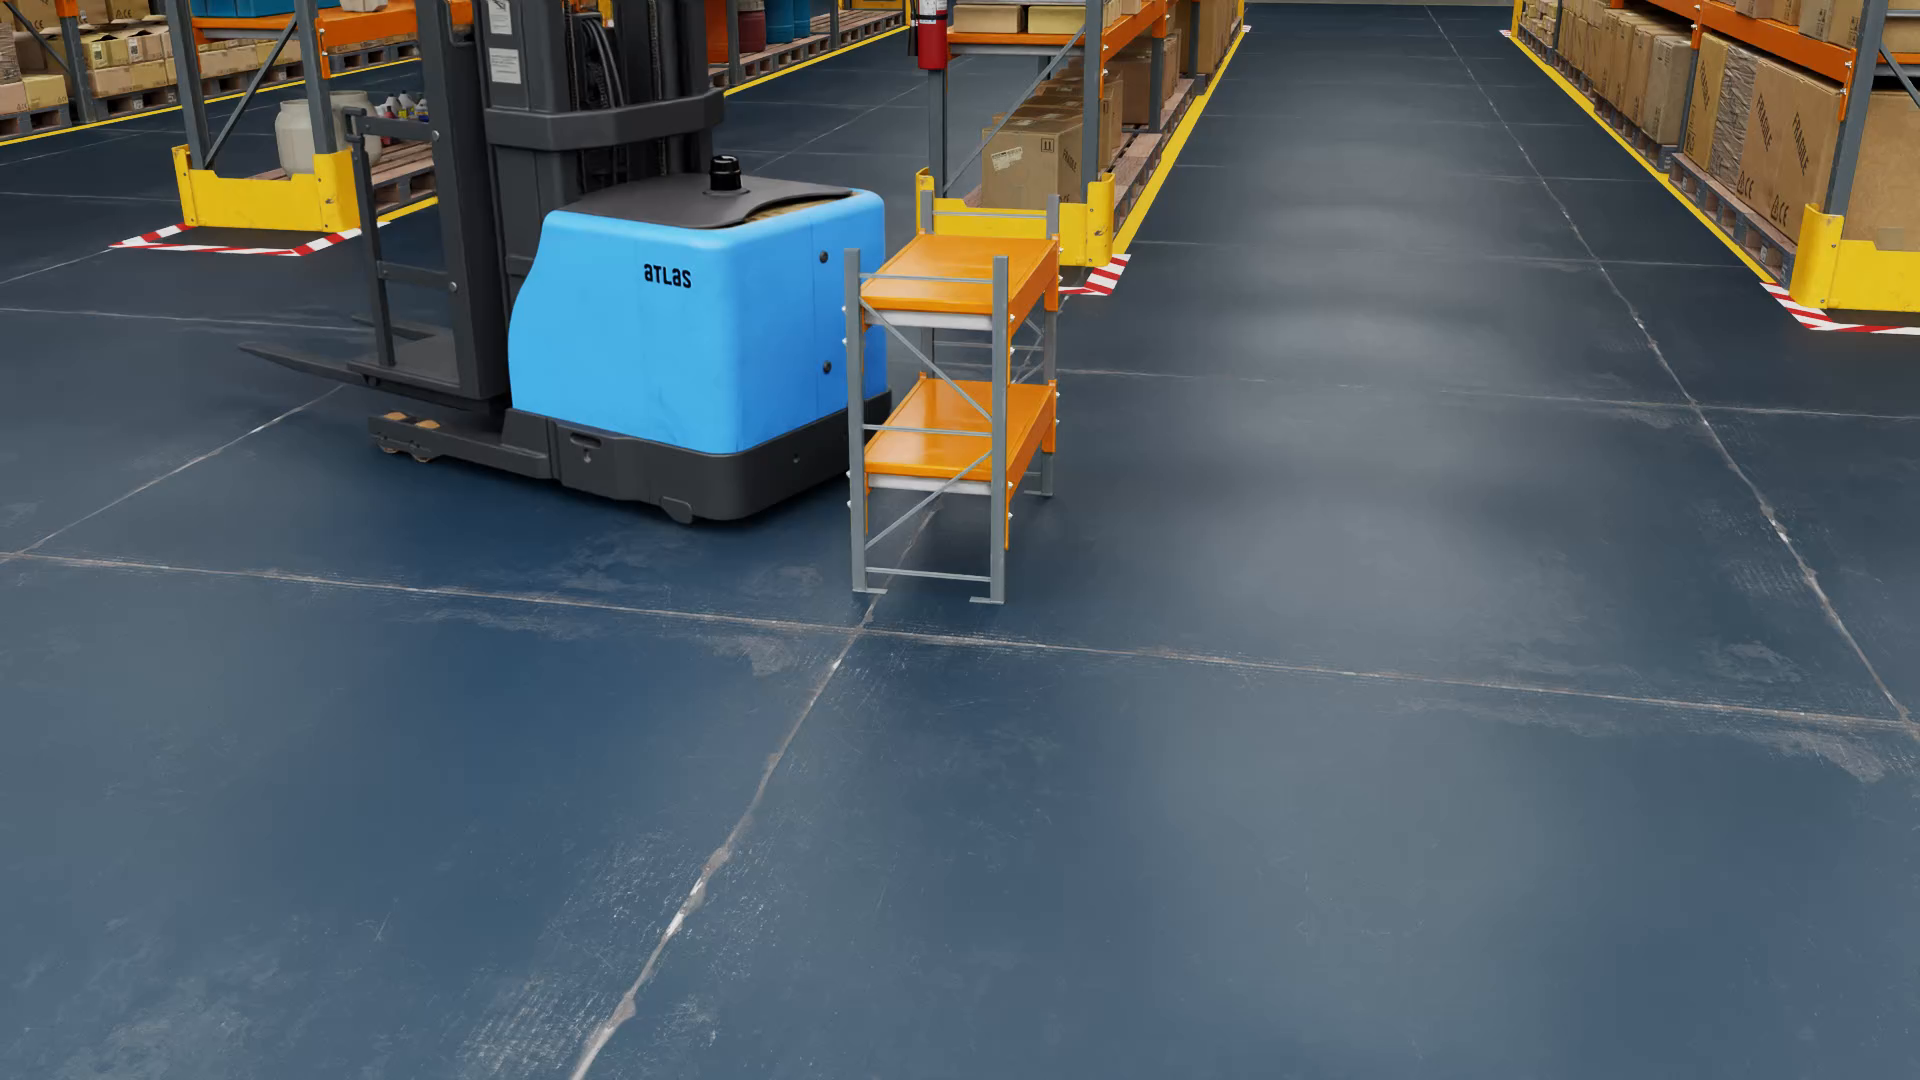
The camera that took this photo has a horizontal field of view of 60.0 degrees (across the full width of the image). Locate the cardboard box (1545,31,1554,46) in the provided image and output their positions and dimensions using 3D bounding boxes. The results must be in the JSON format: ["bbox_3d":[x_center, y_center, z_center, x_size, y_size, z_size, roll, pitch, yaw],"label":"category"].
[{"bbox_3d":[7.346,-6.103,20.245,0.380,0.149,0.250,5,22,12],"label":"cardboard box"}]

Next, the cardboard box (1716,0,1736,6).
[{"bbox_3d":[5.903,-4.069,11.740,0.875,0.550,0.550,4,22,11],"label":"cardboard box"}]

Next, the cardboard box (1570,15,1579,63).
[{"bbox_3d":[6.989,-5.460,18.179,0.500,0.500,0.500,5,22,12],"label":"cardboard box"}]

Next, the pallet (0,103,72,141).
[{"bbox_3d":[-8.769,-3.726,14.821,1.003,0.211,1.213,4,22,11],"label":"pallet"}]

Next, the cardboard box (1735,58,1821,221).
[{"bbox_3d":[5.402,-2.456,10.220,0.875,0.875,0.875,4,22,10],"label":"cardboard box"}]

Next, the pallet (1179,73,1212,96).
[{"bbox_3d":[2.183,-5.002,17.991,1.003,0.211,1.213,4,22,11],"label":"pallet"}]

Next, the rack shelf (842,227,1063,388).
[{"bbox_3d":[0.001,-0.796,5.540,0.538,0.278,1.000,4,22,11],"label":"rack shelf"}]

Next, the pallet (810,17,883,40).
[{"bbox_3d":[-1.726,-7.279,23.646,1.003,0.211,1.213,4,22,11],"label":"pallet"}]

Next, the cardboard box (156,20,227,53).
[{"bbox_3d":[-7.925,-5.181,17.070,0.500,0.311,0.500,5,22,12],"label":"cardboard box"}]

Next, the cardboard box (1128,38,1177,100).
[{"bbox_3d":[1.621,-4.399,15.519,0.700,0.500,0.500,6,23,15],"label":"cardboard box"}]

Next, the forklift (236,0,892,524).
[{"bbox_3d":[-1.782,-1.818,6.445,3.031,2.935,1.130,14,26,30],"label":"forklift"}]

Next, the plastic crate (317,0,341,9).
[{"bbox_3d":[-4.586,-3.839,11.569,0.499,0.251,0.408,4,22,11],"label":"plastic crate"}]

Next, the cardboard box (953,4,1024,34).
[{"bbox_3d":[0.172,-3.091,9.849,0.380,0.149,0.250,4,22,11],"label":"cardboard box"}]

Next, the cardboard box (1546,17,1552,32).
[{"bbox_3d":[7.395,-6.311,20.363,0.380,0.149,0.250,3,22,8],"label":"cardboard box"}]

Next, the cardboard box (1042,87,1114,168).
[{"bbox_3d":[0.852,-2.999,12.069,0.500,0.500,0.500,2,22,6],"label":"cardboard box"}]

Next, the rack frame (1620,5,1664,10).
[{"bbox_3d":[6.783,-5.598,15.738,1.000,3.000,0.127,4,22,11],"label":"rack frame"}]

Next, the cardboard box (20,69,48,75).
[{"bbox_3d":[-8.765,-4.400,15.881,0.500,0.250,0.500,4,22,10],"label":"cardboard box"}]

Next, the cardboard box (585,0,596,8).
[{"bbox_3d":[-5.987,-8.522,25.756,0.500,0.500,0.500,4,22,11],"label":"cardboard box"}]

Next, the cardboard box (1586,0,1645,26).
[{"bbox_3d":[6.758,-5.437,17.118,0.500,0.250,0.500,5,22,12],"label":"cardboard box"}]

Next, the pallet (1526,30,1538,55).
[{"bbox_3d":[7.948,-6.463,21.619,1.003,0.211,1.213,4,22,11],"label":"pallet"}]

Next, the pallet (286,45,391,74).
[{"bbox_3d":[-7.560,-5.746,19.839,1.003,0.211,1.213,4,22,11],"label":"pallet"}]

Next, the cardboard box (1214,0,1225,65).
[{"bbox_3d":[2.299,-5.798,18.518,1.225,0.875,0.875,5,22,11],"label":"cardboard box"}]

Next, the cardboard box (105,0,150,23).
[{"bbox_3d":[-11.789,-7.559,22.922,0.750,0.750,0.750,5,22,12],"label":"cardboard box"}]

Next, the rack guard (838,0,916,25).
[{"bbox_3d":[-1.276,-8.167,25.462,1.175,0.500,0.348,4,22,11],"label":"rack guard"}]

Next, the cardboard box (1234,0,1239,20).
[{"bbox_3d":[3.528,-7.908,23.755,0.875,0.875,0.875,4,22,11],"label":"cardboard box"}]

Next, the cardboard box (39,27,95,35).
[{"bbox_3d":[-8.663,-4.847,16.241,0.500,0.311,0.500,5,22,12],"label":"cardboard box"}]

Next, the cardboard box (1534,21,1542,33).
[{"bbox_3d":[7.693,-6.662,21.634,0.380,0.149,0.250,4,22,11],"label":"cardboard box"}]

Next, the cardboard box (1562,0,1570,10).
[{"bbox_3d":[7.190,-6.194,18.998,0.500,0.250,0.500,3,22,9],"label":"cardboard box"}]

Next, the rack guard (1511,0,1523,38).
[{"bbox_3d":[8.400,-7.336,23.401,1.175,0.500,0.348,4,22,11],"label":"rack guard"}]

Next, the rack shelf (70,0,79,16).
[{"bbox_3d":[-8.157,-5.704,16.965,1.077,0.370,4.000,4,22,11],"label":"rack shelf"}]

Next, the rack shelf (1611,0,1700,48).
[{"bbox_3d":[6.375,-4.533,14.056,1.077,0.370,4.000,4,22,11],"label":"rack shelf"}]

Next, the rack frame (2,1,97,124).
[{"bbox_3d":[-8.565,-5.307,15.015,1.000,3.000,0.127,4,22,11],"label":"rack frame"}]

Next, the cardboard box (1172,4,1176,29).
[{"bbox_3d":[1.841,-5.158,16.399,0.500,0.250,0.500,5,23,13],"label":"cardboard box"}]

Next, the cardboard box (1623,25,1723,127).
[{"bbox_3d":[6.206,-3.873,13.903,1.050,0.750,0.750,4,22,11],"label":"cardboard box"}]

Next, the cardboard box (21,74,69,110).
[{"bbox_3d":[-8.446,-4.040,14.987,0.500,0.250,0.500,4,22,11],"label":"cardboard box"}]

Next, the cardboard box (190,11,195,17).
[{"bbox_3d":[-8.243,-5.587,18.079,0.500,0.311,0.500,4,22,10],"label":"cardboard box"}]

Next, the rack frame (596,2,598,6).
[{"bbox_3d":[-6.117,-9.695,25.912,1.000,3.000,0.127,4,22,11],"label":"rack frame"}]

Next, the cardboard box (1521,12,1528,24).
[{"bbox_3d":[7.995,-7.229,23.042,0.380,0.149,0.250,5,22,12],"label":"cardboard box"}]

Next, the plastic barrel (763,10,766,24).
[{"bbox_3d":[-2.560,-6.238,20.095,0.421,0.512,0.421,0,22,0],"label":"plastic barrel"}]

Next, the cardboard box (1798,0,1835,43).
[{"bbox_3d":[5.273,-3.084,9.294,0.875,0.550,0.550,4,22,11],"label":"cardboard box"}]

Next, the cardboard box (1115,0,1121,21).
[{"bbox_3d":[0.831,-3.421,10.669,0.380,0.149,0.250,4,22,11],"label":"cardboard box"}]

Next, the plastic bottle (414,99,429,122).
[{"bbox_3d":[-4.263,-3.378,13.283,0.152,0.276,0.135,4,22,11],"label":"plastic bottle"}]

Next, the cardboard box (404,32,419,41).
[{"bbox_3d":[-7.067,-6.525,20.797,0.500,0.500,0.500,4,22,9],"label":"cardboard box"}]

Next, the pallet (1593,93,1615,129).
[{"bbox_3d":[6.548,-4.022,15.557,1.003,0.211,1.213,4,22,11],"label":"pallet"}]

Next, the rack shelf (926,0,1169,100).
[{"bbox_3d":[0.724,-3.485,11.454,1.077,0.370,4.000,4,22,11],"label":"rack shelf"}]

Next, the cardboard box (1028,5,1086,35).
[{"bbox_3d":[0.607,-3.057,9.765,0.380,0.149,0.250,4,22,11],"label":"cardboard box"}]

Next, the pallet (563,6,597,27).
[{"bbox_3d":[-6.294,-8.082,25.639,1.003,0.211,1.213,4,22,11],"label":"pallet"}]

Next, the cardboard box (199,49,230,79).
[{"bbox_3d":[-7.927,-4.917,17.166,0.500,0.250,0.500,5,22,12],"label":"cardboard box"}]

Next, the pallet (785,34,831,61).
[{"bbox_3d":[-2.283,-6.281,21.167,1.003,0.211,1.213,4,22,11],"label":"pallet"}]

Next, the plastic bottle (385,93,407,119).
[{"bbox_3d":[-4.451,-3.347,13.106,0.144,0.351,0.185,5,23,13],"label":"plastic bottle"}]

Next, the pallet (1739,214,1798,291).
[{"bbox_3d":[5.237,-1.677,9.735,1.003,0.211,1.213,4,22,11],"label":"pallet"}]

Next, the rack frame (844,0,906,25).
[{"bbox_3d":[-1.268,-9.316,24.971,1.000,3.000,0.127,4,22,11],"label":"rack frame"}]

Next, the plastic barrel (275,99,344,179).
[{"bbox_3d":[-4.474,-2.752,11.440,0.421,0.512,0.421,0,22,0],"label":"plastic barrel"}]

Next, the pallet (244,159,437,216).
[{"bbox_3d":[-4.393,-2.499,11.777,1.003,0.211,1.213,4,22,11],"label":"pallet"}]

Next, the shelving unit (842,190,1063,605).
[{"bbox_3d":[0.001,-0.524,5.650,0.538,1.125,1.048,4,22,11],"label":"shelving unit"}]

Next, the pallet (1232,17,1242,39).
[{"bbox_3d":[3.494,-7.347,23.813,1.003,0.211,1.213,4,22,11],"label":"pallet"}]
